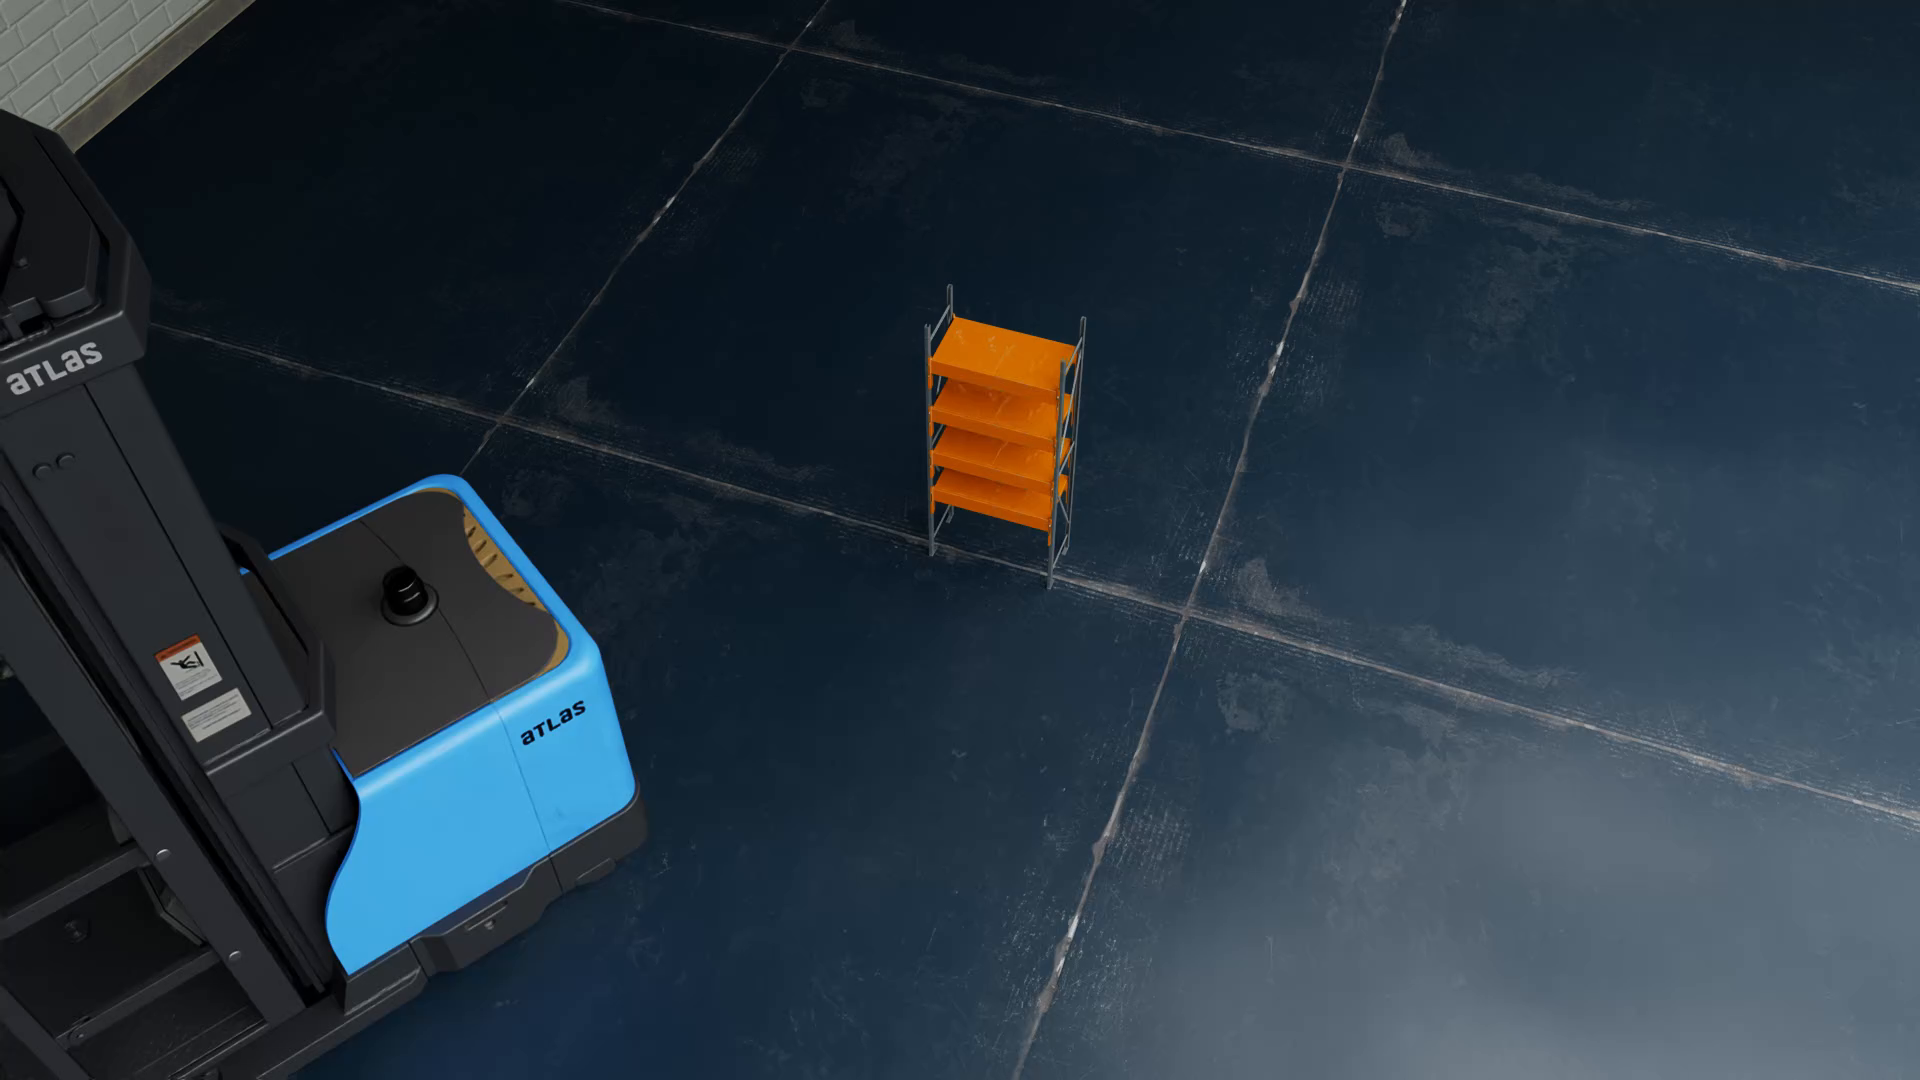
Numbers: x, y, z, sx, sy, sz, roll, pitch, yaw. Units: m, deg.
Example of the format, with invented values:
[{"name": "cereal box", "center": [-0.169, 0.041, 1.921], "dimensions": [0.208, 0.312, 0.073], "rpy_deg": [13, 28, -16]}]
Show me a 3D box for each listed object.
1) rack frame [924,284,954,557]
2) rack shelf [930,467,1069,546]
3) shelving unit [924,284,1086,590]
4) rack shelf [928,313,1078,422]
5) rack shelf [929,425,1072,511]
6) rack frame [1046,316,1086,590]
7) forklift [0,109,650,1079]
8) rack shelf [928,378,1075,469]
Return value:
[{"name": "rack frame", "center": [-0.074, -0.414, 6.181], "dimensions": [0.015, 1.200, 0.240], "rpy_deg": [16, 51, 13]}, {"name": "rack shelf", "center": [0.155, -0.176, 6.326], "dimensions": [0.480, 0.148, 0.258], "rpy_deg": [16, 51, 13]}, {"name": "shelving unit", "center": [0.155, -0.350, 6.126], "dimensions": [0.503, 1.200, 0.258], "rpy_deg": [16, 51, 13]}, {"name": "rack shelf", "center": [0.155, -0.607, 5.829], "dimensions": [0.480, 0.148, 0.258], "rpy_deg": [16, 51, 13]}, {"name": "rack shelf", "center": [0.155, -0.306, 6.176], "dimensions": [0.480, 0.148, 0.258], "rpy_deg": [16, 51, 13]}, {"name": "rack frame", "center": [0.384, -0.286, 6.070], "dimensions": [0.015, 1.200, 0.240], "rpy_deg": [16, 51, 13]}, {"name": "forklift", "center": [-2.531, 0.474, 4.266], "dimensions": [3.031, 2.935, 1.130], "rpy_deg": [-30, 56, -24]}, {"name": "rack shelf", "center": [0.155, -0.452, 6.007], "dimensions": [0.480, 0.148, 0.258], "rpy_deg": [16, 51, 13]}]
